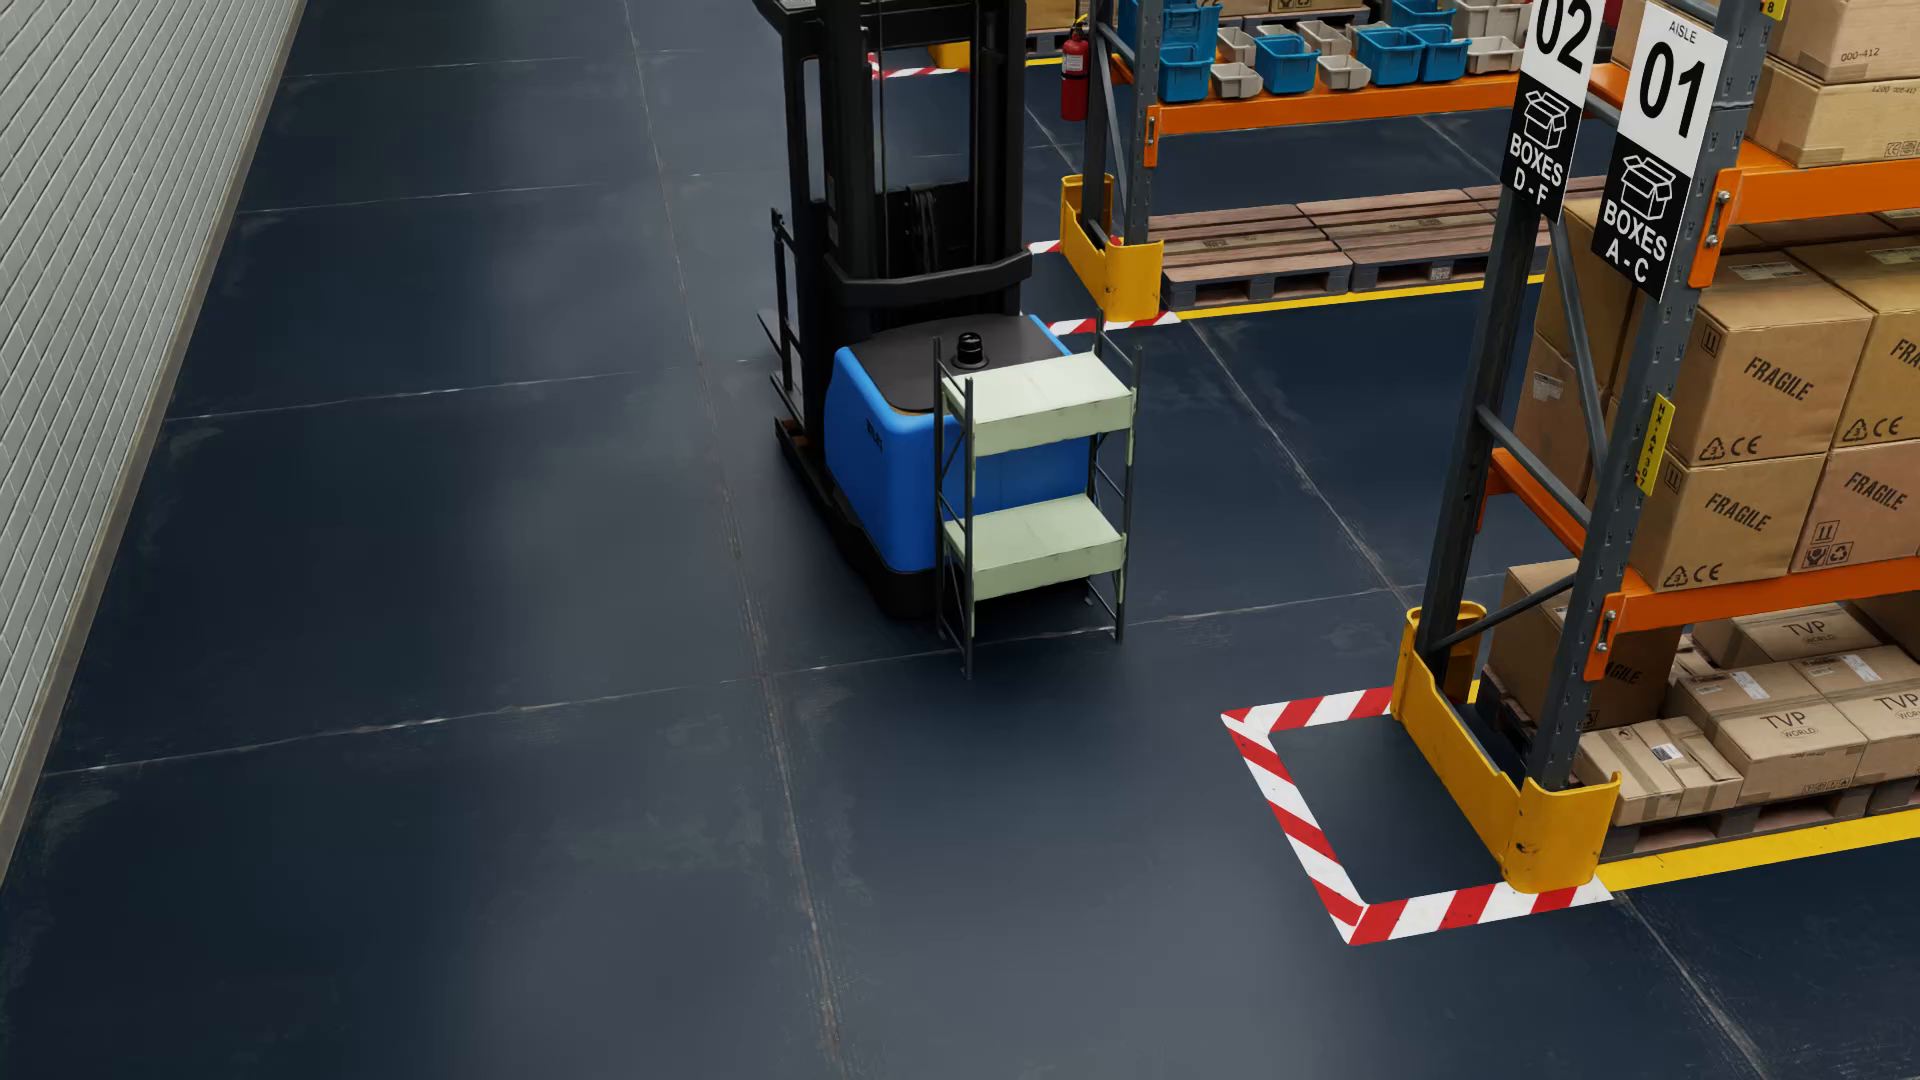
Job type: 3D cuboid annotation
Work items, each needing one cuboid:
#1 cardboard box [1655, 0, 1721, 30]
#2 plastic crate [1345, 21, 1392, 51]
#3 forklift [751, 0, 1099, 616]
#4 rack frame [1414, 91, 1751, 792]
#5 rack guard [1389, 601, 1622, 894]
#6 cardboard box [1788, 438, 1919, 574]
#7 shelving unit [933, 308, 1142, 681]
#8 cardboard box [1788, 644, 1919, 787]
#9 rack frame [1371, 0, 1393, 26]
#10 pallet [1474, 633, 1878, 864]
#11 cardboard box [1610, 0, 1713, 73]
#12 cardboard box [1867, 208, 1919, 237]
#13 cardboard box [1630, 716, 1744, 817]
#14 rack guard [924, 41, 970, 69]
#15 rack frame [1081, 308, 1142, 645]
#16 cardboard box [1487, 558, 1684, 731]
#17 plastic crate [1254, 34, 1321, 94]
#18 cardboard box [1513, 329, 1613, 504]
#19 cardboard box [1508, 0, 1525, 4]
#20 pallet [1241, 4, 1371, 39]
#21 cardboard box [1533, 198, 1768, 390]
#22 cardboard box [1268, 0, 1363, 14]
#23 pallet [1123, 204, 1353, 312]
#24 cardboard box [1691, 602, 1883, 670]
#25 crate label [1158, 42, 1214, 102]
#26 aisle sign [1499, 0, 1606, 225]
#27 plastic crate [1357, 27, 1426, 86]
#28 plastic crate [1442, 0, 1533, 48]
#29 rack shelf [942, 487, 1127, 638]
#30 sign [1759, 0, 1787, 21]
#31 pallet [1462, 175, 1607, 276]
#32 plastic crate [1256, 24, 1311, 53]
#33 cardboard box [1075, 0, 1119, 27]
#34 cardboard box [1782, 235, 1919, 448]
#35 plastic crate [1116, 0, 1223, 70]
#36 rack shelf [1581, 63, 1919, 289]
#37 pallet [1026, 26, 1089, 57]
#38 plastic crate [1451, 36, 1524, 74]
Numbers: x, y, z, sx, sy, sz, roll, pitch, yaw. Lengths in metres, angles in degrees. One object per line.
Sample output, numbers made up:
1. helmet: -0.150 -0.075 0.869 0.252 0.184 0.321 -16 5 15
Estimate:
1. cardboard box: 2.504 -1.827 5.274 0.500 0.250 0.500 -7 35 -11
2. plastic crate: 2.562 -3.162 10.453 0.250 0.136 0.298 -7 35 -11
3. forklift: -0.352 -1.682 8.126 1.130 2.935 3.031 -12 36 -17
4. rack frame: 2.059 -0.234 5.907 0.127 3.000 1.000 -7 35 -11
5. rack guard: 2.133 0.795 6.617 0.348 0.500 1.175 -7 35 -11
6. cardboard box: 3.052 -0.253 5.845 0.500 0.500 0.500 -8 35 -11
7. shelving unit: 0.313 -0.179 7.170 0.755 1.500 0.431 -12 36 -17
8. cardboard box: 3.628 0.690 6.603 0.500 0.250 0.500 -7 35 -11
9. rack frame: 3.779 -6.110 14.663 0.127 3.000 1.000 -7 35 -11
10. pallet: 2.911 0.816 6.845 1.213 0.211 1.003 -7 35 -11
11. cardboard box: 2.502 -1.624 5.420 0.500 0.250 0.500 -7 35 -11
12. cardboard box: 3.430 -1.024 6.096 0.500 0.500 0.500 -6 34 -9
13. cardboard box: 2.787 0.864 6.418 0.250 0.166 0.380 -7 35 -11
14. rack guard: -0.146 -4.578 14.623 0.348 0.500 1.175 -7 35 -11
15. rack frame: 0.655 -0.251 7.278 0.023 1.500 0.400 -12 36 -17
16. cardboard box: 2.535 0.421 6.780 0.500 0.500 0.500 -7 35 -11
17. plastic crate: 1.926 -2.814 9.848 0.300 0.233 0.416 -7 35 -11
18. cardboard box: 2.436 -0.478 6.181 0.500 0.500 0.500 -6 34 -9
19. cardboard box: 5.270 -5.602 15.436 0.875 0.875 1.225 -8 35 -12
20. pallet: 3.020 -4.901 15.364 1.213 0.211 1.003 -7 35 -11
21. cardboard box: 2.433 -0.895 5.904 0.500 0.500 0.500 -7 35 -11
22. cardboard box: 3.118 -5.365 15.082 0.875 0.875 0.875 -7 35 -11
23. pallet: 1.783 -1.849 10.816 1.213 0.211 1.003 -7 35 -11
24. cardboard box: 3.469 0.424 6.999 0.500 0.250 0.500 -7 35 -11
25. crate label: 1.284 -2.733 9.728 0.303 0.233 0.416 -7 35 -11
26. aisle sign: 1.925 -1.472 5.418 0.004 0.787 0.394 -7 35 -11
27. plastic crate: 2.568 -2.895 9.969 0.300 0.233 0.416 -7 35 -11
28. plastic crate: 3.342 -3.306 10.538 0.530 0.282 0.437 -7 35 -11
29. rack shelf: 0.313 0.091 7.352 0.720 0.370 0.431 -12 36 -17
30. sign: 2.179 -1.548 4.388 0.005 0.325 0.100 -7 35 -11
31. pallet: 4.163 -2.149 11.263 1.213 0.211 1.003 -7 35 -11
32. plastic crate: 2.012 -3.068 10.313 0.243 0.136 0.396 -7 35 -11
33. cardboard box: 1.372 -5.145 14.754 0.875 0.875 0.875 -7 35 -11
34. cardboard box: 3.059 -0.670 5.570 0.500 0.500 0.500 -7 34 -10
35. plastic crate: 1.256 -3.109 10.105 0.499 0.435 0.616 -7 35 -11
36. rack shelf: 4.010 -1.427 5.638 4.000 0.370 1.077 -7 35 -11
37. pallet: 0.640 -4.601 14.917 1.213 0.211 1.003 -7 35 -11
38. plastic crate: 3.240 -2.956 10.146 0.466 0.136 0.293 -7 35 -11
